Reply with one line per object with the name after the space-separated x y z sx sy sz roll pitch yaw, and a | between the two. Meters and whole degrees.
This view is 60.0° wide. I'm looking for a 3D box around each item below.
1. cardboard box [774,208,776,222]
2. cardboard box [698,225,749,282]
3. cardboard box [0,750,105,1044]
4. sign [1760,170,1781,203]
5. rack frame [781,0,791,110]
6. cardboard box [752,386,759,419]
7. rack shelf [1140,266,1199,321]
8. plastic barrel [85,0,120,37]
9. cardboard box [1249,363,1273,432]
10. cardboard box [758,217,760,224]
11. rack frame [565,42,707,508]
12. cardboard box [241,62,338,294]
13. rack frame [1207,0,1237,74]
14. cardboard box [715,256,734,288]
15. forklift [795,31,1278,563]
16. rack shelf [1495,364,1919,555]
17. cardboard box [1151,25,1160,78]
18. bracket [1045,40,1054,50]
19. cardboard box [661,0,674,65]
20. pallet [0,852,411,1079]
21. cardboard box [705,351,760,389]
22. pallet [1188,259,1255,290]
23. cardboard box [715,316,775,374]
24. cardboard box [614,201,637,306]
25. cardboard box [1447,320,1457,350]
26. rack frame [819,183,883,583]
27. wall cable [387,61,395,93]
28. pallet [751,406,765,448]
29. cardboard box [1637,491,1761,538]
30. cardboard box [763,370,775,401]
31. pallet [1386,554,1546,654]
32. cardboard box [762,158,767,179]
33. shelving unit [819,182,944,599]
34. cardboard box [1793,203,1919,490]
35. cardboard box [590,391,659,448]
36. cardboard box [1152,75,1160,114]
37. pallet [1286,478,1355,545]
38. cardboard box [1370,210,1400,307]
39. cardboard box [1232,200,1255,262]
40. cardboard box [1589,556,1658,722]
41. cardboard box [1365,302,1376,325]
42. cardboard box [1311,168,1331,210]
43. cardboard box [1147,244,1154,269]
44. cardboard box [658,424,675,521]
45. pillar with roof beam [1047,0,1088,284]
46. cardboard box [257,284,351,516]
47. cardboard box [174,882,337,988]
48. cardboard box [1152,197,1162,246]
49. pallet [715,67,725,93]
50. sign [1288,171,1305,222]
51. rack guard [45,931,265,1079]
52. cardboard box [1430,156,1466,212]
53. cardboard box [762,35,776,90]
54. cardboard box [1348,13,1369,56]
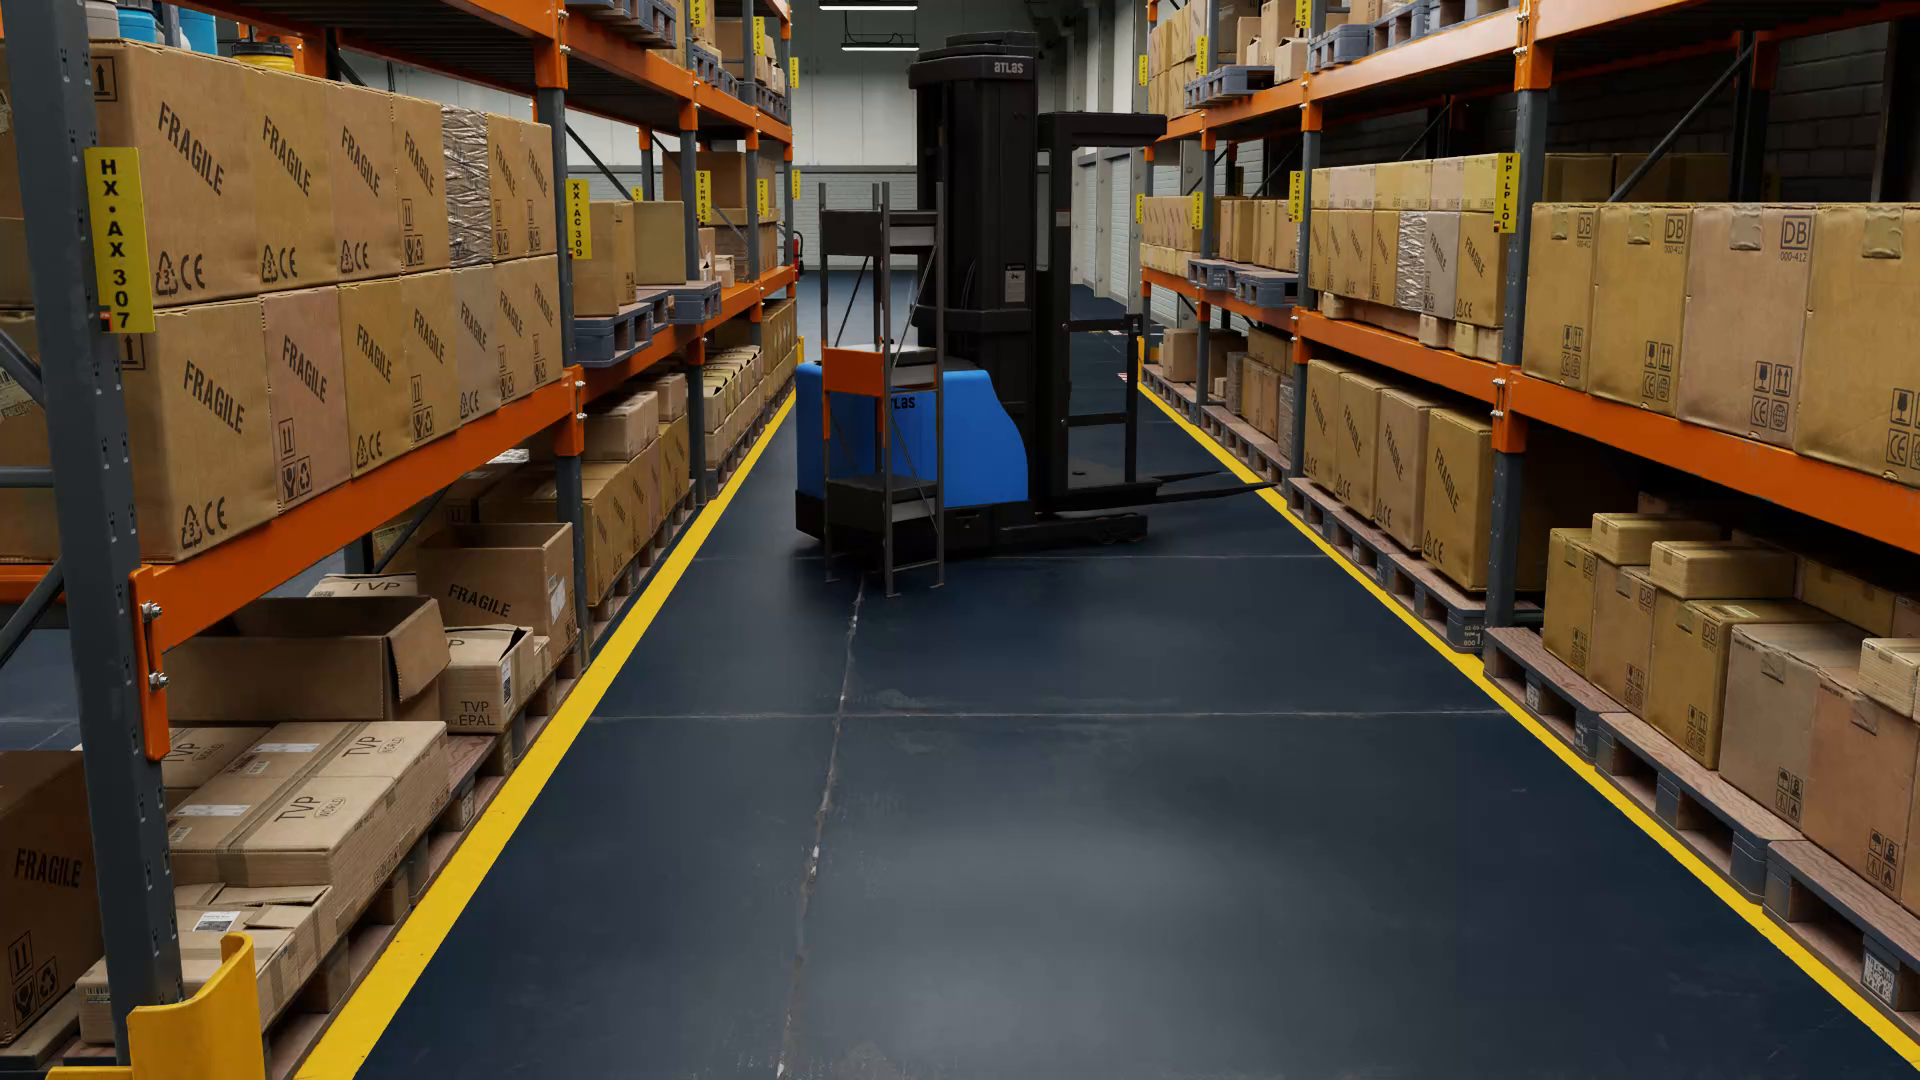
-2.164 -3.476 17.765 0.380 0.149 0.250 0 11 -2 | cardboard box
-2.308 -2.629 15.223 0.700 0.500 0.500 -1 11 -3 | cardboard box
-2.302 0.796 3.773 0.500 0.500 0.500 0 11 -1 | cardboard box
3.380 -1.388 6.982 0.100 0.325 0.005 0 11 -1 | sign
-2.375 -6.227 18.121 1.000 3.000 0.127 0 11 -1 | rack frame
-1.985 -1.168 14.133 0.500 0.250 0.500 0 11 -2 | cardboard box
2.619 -2.558 16.933 1.077 0.370 4.000 0 11 -1 | rack shelf
-7.004 -3.958 13.218 0.600 0.901 0.600 0 11 0 | plastic barrel
2.723 -1.153 13.380 0.700 0.500 0.500 0 11 -1 | cardboard box
-2.127 -3.116 15.992 0.380 0.149 0.250 -1 11 -3 | cardboard box
-2.210 -1.697 10.879 1.000 3.000 0.127 0 11 -1 | rack frame
-1.808 -0.839 3.883 0.500 0.500 0.500 0 11 -1 | cardboard box
2.660 -5.453 14.305 1.000 3.000 0.127 0 11 -1 | rack frame
-2.091 -2.252 13.954 0.396 0.266 0.258 -1 11 -3 | cardboard box
0.556 -1.495 10.055 3.031 2.935 1.130 -6 13 -27 | forklift
2.867 -0.173 5.175 1.077 0.370 4.000 0 11 -1 | rack shelf
2.303 -5.150 17.537 0.500 0.500 0.500 0 11 -2 | cardboard box
2.491 -13.756 46.179 0.235 0.232 0.430 0 11 -1 | bracket
-2.156 -3.028 9.644 0.910 0.500 0.500 0 11 -1 | cardboard box
-2.063 1.087 4.173 1.003 0.211 1.213 0 11 -1 | pallet
-1.980 -1.442 14.073 0.500 0.311 0.500 0 11 0 | cardboard box
2.531 -2.267 14.169 1.003 0.211 1.213 0 11 -1 | pallet
-1.989 -1.811 15.416 0.500 0.500 0.500 0 11 -1 | cardboard box
-1.991 -1.388 8.049 0.700 0.500 0.500 2 12 8 | cardboard box
2.546 -0.977 7.913 0.380 0.149 0.250 0 11 1 | cardboard box
-0.575 -0.825 8.844 0.400 2.100 0.015 -11 16 -43 | rack frame
-17.903 -14.240 49.065 2.305 6.003 0.169 0 11 -1 | wall cable
-2.238 -0.979 14.354 1.003 0.211 1.213 0 11 -1 | pallet
2.934 -0.102 6.617 0.380 0.149 0.250 0 11 -1 | cardboard box
-1.999 -1.444 15.490 0.500 0.250 0.500 0 11 -1 | cardboard box
2.734 0.291 8.095 1.003 0.211 1.213 0 11 -1 | pallet
-2.350 -3.664 17.060 0.700 0.500 0.500 0 11 -1 | cardboard box
-0.405 -0.790 8.673 0.431 2.100 0.503 -11 16 -43 | shelving unit
2.861 -0.521 4.326 0.980 0.700 0.700 0 11 -2 | cardboard box
-1.925 -0.655 9.040 0.500 0.250 0.500 0 11 -2 | cardboard box
2.310 -4.663 17.651 0.500 0.500 0.500 1 11 3 | cardboard box
2.684 -0.194 10.486 1.003 0.211 1.213 0 11 -1 | pallet
2.526 -1.519 8.950 0.500 0.500 0.500 0 11 0 | cardboard box
2.641 -2.565 13.801 0.700 0.500 0.500 1 12 5 | cardboard box
2.746 0.345 6.043 0.700 0.500 0.500 0 11 -2 | cardboard box
2.578 -1.334 9.671 0.380 0.149 0.250 0 11 0 | cardboard box
2.495 -2.193 10.388 0.500 0.250 0.500 0 11 0 | cardboard box
2.295 -3.043 17.841 0.500 0.250 0.500 -1 11 -3 | cardboard box
-1.945 -0.400 9.665 0.500 0.500 0.500 -1 11 -3 | cardboard box
-1.343 -10.866 40.985 9.100 9.000 0.548 0 11 -1 | pillar with roof beam
-1.806 -0.347 3.976 0.500 0.500 0.500 0 11 -2 | cardboard box
-1.715 0.932 3.940 0.380 0.166 0.250 0 11 -1 | cardboard box
2.292 -3.315 17.295 0.500 0.500 0.500 -1 11 -3 | cardboard box
-2.339 -3.431 12.358 1.003 0.211 1.213 0 11 1 | pallet
2.200 -2.242 10.855 0.100 0.325 0.005 0 11 -1 | sign
-2.046 1.103 3.363 1.175 0.500 0.348 0 11 -1 | rack guard
2.559 -1.688 7.901 0.500 0.250 0.500 0 11 0 | cardboard box
-2.200 -4.615 16.050 0.797 0.503 0.637 1 12 5 | cardboard box
2.958 -3.391 11.383 0.500 0.500 0.500 0 11 -1 | cardboard box
